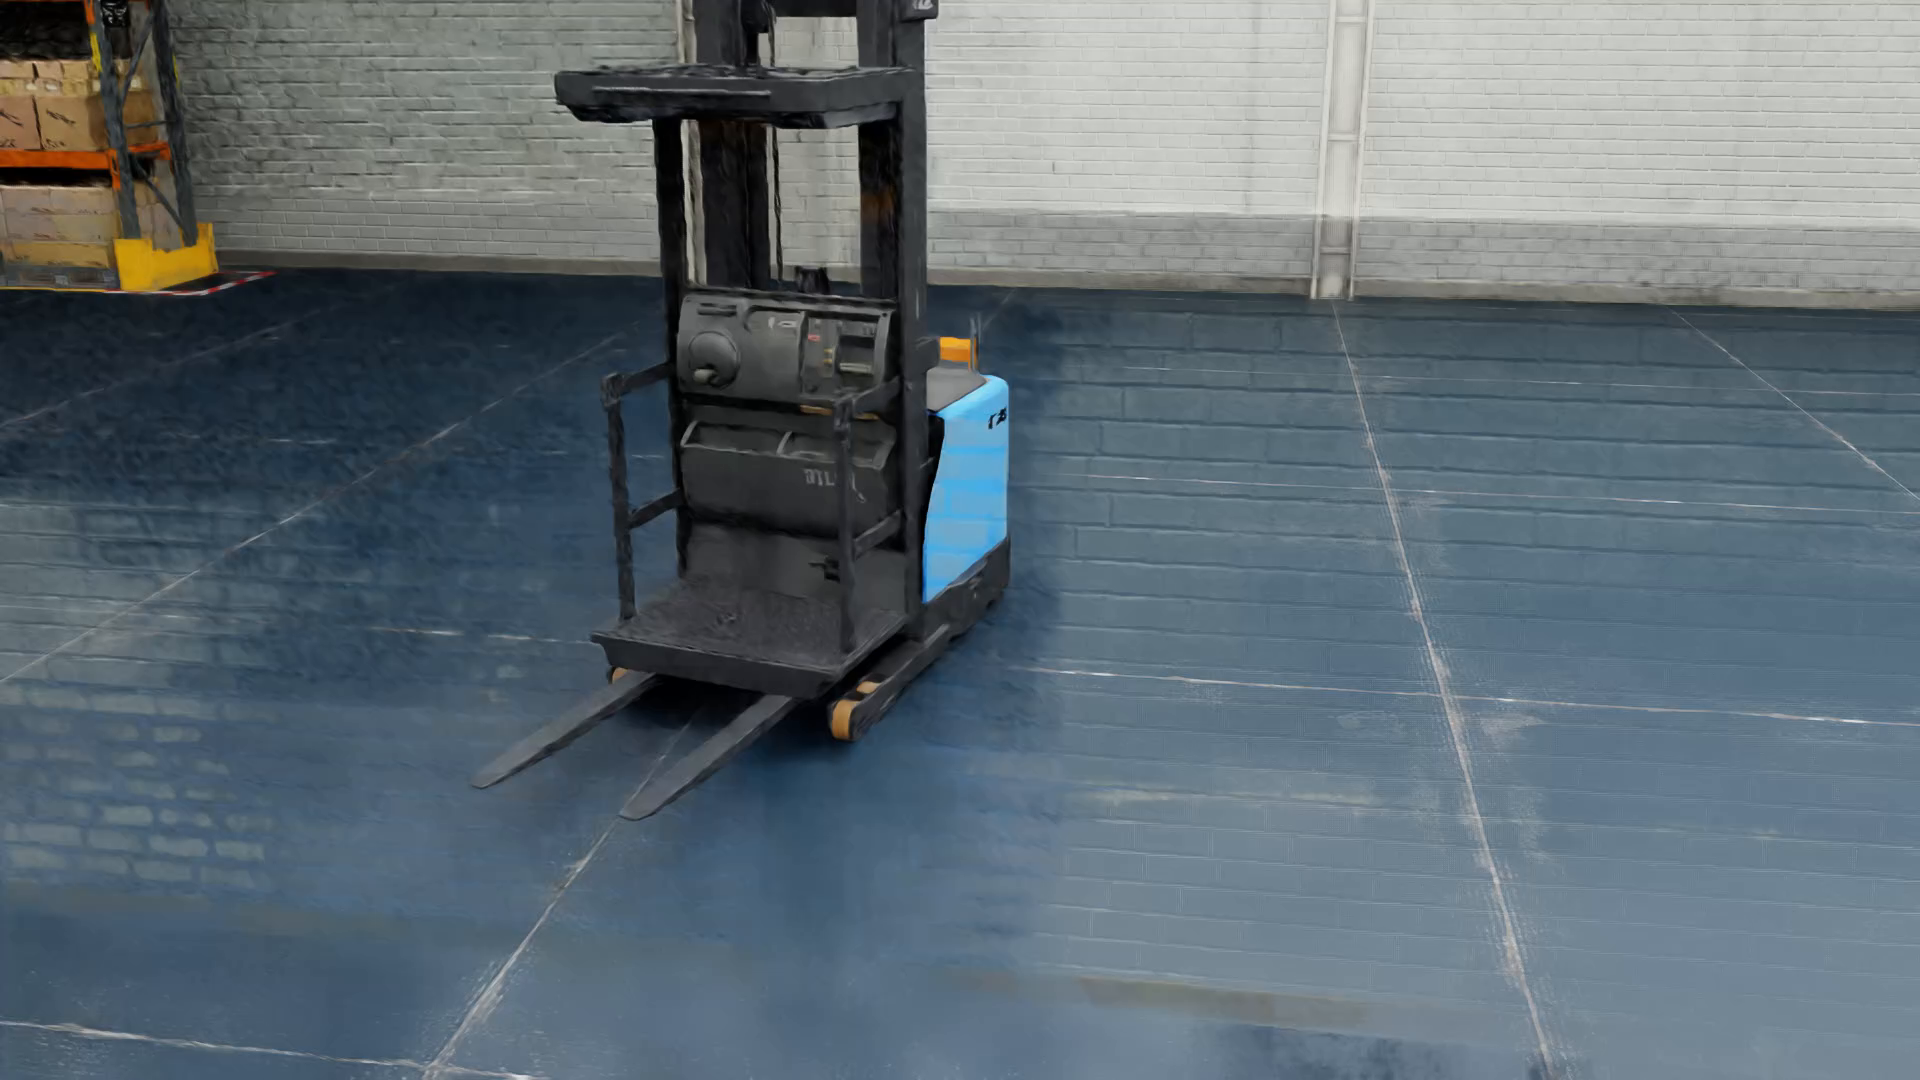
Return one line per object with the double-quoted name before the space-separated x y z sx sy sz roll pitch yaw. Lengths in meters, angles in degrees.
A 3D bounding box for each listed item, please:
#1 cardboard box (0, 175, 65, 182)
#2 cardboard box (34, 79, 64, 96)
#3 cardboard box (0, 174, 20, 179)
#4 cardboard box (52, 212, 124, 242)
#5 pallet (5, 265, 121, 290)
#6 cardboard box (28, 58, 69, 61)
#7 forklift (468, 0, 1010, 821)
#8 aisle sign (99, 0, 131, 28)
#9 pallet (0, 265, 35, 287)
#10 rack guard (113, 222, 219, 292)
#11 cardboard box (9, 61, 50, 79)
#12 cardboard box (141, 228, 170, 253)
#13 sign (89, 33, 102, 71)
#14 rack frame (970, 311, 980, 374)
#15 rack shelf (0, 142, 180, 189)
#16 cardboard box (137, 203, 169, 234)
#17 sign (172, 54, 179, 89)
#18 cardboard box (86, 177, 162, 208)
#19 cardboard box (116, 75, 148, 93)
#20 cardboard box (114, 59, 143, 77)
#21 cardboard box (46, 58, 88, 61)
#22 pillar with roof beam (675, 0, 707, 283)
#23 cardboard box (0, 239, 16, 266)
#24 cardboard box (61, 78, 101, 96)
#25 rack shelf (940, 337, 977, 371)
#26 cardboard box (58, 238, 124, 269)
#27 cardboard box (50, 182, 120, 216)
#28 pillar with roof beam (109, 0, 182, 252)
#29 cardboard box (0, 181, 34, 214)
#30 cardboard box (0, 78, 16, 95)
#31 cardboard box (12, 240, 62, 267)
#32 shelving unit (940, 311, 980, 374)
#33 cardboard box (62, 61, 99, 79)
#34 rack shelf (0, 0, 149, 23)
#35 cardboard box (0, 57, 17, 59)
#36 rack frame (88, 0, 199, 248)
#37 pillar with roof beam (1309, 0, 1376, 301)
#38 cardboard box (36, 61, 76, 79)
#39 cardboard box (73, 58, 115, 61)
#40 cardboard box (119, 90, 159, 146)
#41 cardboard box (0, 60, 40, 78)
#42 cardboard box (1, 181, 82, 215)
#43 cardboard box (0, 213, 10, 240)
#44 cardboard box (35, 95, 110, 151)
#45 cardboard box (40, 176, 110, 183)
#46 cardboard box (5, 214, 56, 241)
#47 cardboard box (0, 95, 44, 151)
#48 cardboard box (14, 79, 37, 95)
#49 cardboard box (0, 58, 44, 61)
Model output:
"cardboard box" -9.256 -3.488 16.596 0.500 0.250 0.500 3 19 8
"cardboard box" -8.469 -4.271 15.660 0.250 0.149 0.380 3 19 10
"cardboard box" -9.761 -3.516 16.680 0.500 0.250 0.500 3 19 8
"cardboard box" -8.356 -3.041 16.050 0.500 0.250 0.500 3 19 8
"pallet" -8.587 -2.686 16.497 1.213 0.211 1.003 3 19 9
"cardboard box" -8.881 -4.612 16.212 0.250 0.149 0.380 3 19 9
"forklift" -0.786 -0.756 6.443 1.130 2.935 3.031 7 20 21
"aisle sign" -7.807 -5.120 15.281 0.004 0.787 0.394 3 19 9
"pallet" -9.788 -2.748 16.683 1.213 0.211 1.003 3 19 9
"rack guard" -7.802 -2.796 16.372 0.348 0.500 1.175 3 19 9
"cardboard box" -8.724 -4.438 15.691 0.250 0.149 0.380 3 19 10
"cardboard box" -8.279 -2.964 16.605 0.500 0.250 0.500 3 19 9
"sign" -7.925 -4.475 15.251 0.005 0.325 0.100 3 19 9
"rack frame" 0.077 -0.565 8.601 0.015 1.200 0.240 3 19 9
"rack shelf" -9.800 -3.742 16.394 4.000 0.370 1.077 3 19 9
"cardboard box" -8.257 -3.204 16.534 0.500 0.250 0.500 3 19 10
"sign" -7.731 -4.604 16.347 0.005 0.325 0.100 3 19 9
"cardboard box" -8.270 -3.435 16.439 0.500 0.250 0.500 3 19 8
"cardboard box" -8.119 -4.436 16.154 0.250 0.149 0.380 2 19 7
"cardboard box" -8.123 -4.563 16.063 0.250 0.149 0.380 3 19 8
"cardboard box" -8.639 -4.595 16.161 0.250 0.149 0.380 3 19 10
"pillar with roof beam" -3.129 -5.494 11.042 0.400 9.000 9.100 3 19 9
"cardboard box" -9.321 -2.859 16.291 0.500 0.250 0.500 3 19 9
"cardboard box" -8.212 -4.267 15.650 0.250 0.149 0.380 3 19 9
"rack shelf" -0.163 -0.950 8.513 0.480 0.148 0.258 3 19 9
"cardboard box" -8.339 -2.803 16.123 0.500 0.250 0.500 3 19 9
"cardboard box" -8.330 -3.277 15.967 0.500 0.250 0.500 4 19 10
"pillar with roof beam" -9.053 -5.796 11.945 0.400 9.000 9.100 3 19 9
"cardboard box" -9.334 -3.324 16.105 0.500 0.250 0.500 3 19 9
"cardboard box" -8.959 -4.319 15.805 0.250 0.149 0.380 3 19 8
"cardboard box" -8.829 -2.831 16.207 0.500 0.250 0.500 3 19 9
"shelving unit" -0.163 -0.577 8.638 0.503 1.200 0.258 3 19 9
"cardboard box" -8.212 -4.431 15.669 0.250 0.149 0.380 3 19 9
"rack shelf" -9.800 -5.165 15.918 4.000 0.370 1.077 3 19 9
"cardboard box" -9.389 -4.662 16.360 0.250 0.149 0.380 2 19 7
"rack frame" -7.825 -3.983 15.979 0.127 3.000 1.000 3 19 9
"pillar with roof beam" 2.795 -5.192 10.140 0.400 9.000 9.100 3 19 9
"cardboard box" -8.461 -4.433 15.677 0.250 0.149 0.380 3 19 9
"cardboard box" -8.376 -4.596 16.162 0.250 0.149 0.380 4 19 11
"cardboard box" -8.270 -4.142 16.297 0.500 0.500 0.500 4 19 10
"cardboard box" -8.958 -4.474 15.798 0.250 0.149 0.380 3 19 9
"cardboard box" -8.835 -3.301 16.038 0.500 0.250 0.500 3 19 10
"cardboard box" -9.362 -3.090 16.193 0.500 0.250 0.500 2 19 7
"cardboard box" -8.353 -3.973 15.791 0.500 0.500 0.500 3 19 7
"cardboard box" -8.764 -3.460 16.511 0.500 0.250 0.500 3 19 9
"cardboard box" -8.849 -3.070 16.135 0.500 0.250 0.500 3 19 8
"cardboard box" -8.864 -4.002 15.878 0.500 0.500 0.500 4 19 10
"cardboard box" -8.716 -4.303 15.757 0.250 0.149 0.380 3 19 10
"cardboard box" -9.145 -4.618 16.228 0.250 0.149 0.380 4 19 10
